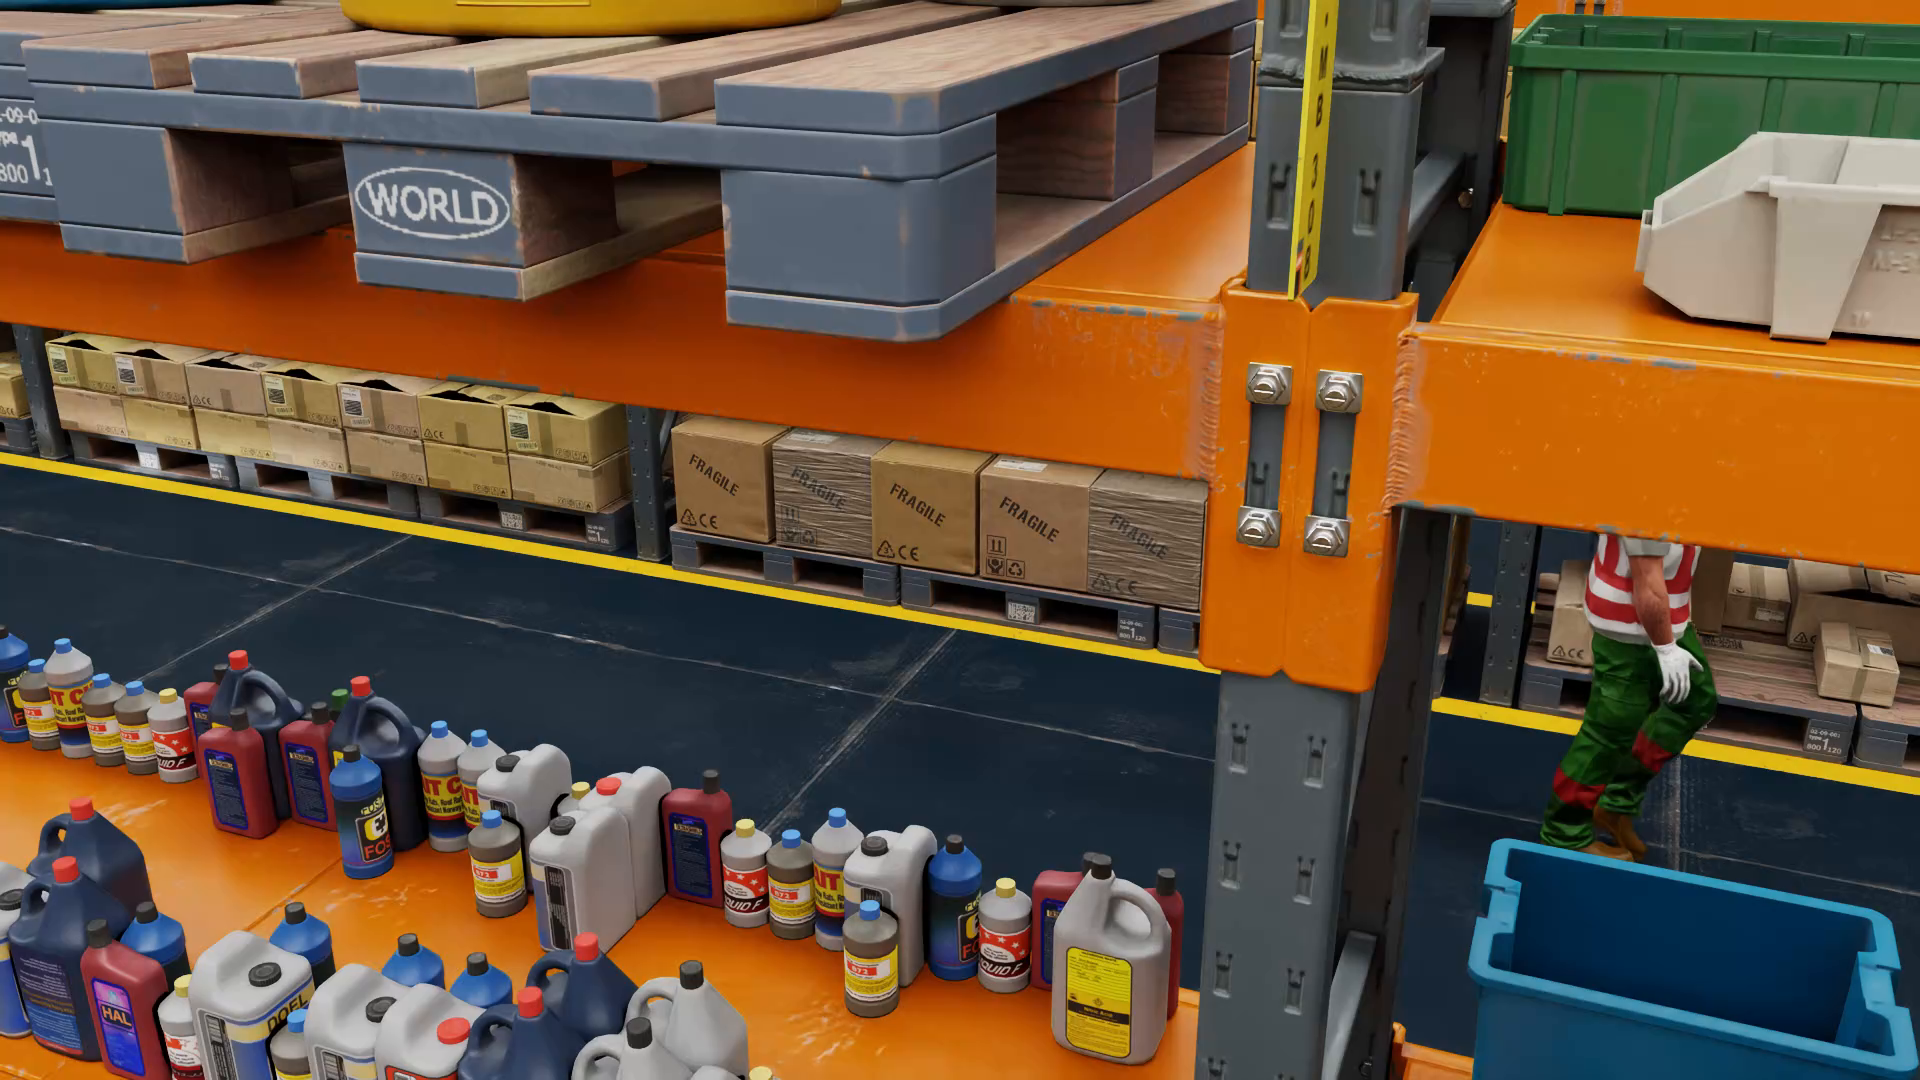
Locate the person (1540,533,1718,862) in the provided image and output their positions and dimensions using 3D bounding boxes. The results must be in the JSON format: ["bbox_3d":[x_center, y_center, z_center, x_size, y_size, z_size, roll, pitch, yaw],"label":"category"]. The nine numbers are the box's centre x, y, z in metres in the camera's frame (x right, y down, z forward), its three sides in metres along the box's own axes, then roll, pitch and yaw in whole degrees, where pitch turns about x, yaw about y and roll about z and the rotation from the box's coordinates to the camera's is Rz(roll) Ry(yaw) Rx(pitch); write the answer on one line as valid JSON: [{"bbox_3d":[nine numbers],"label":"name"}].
[{"bbox_3d":[2.219,0.284,5.326,0.492,1.818,0.598,8,23,18],"label":"person"}]
